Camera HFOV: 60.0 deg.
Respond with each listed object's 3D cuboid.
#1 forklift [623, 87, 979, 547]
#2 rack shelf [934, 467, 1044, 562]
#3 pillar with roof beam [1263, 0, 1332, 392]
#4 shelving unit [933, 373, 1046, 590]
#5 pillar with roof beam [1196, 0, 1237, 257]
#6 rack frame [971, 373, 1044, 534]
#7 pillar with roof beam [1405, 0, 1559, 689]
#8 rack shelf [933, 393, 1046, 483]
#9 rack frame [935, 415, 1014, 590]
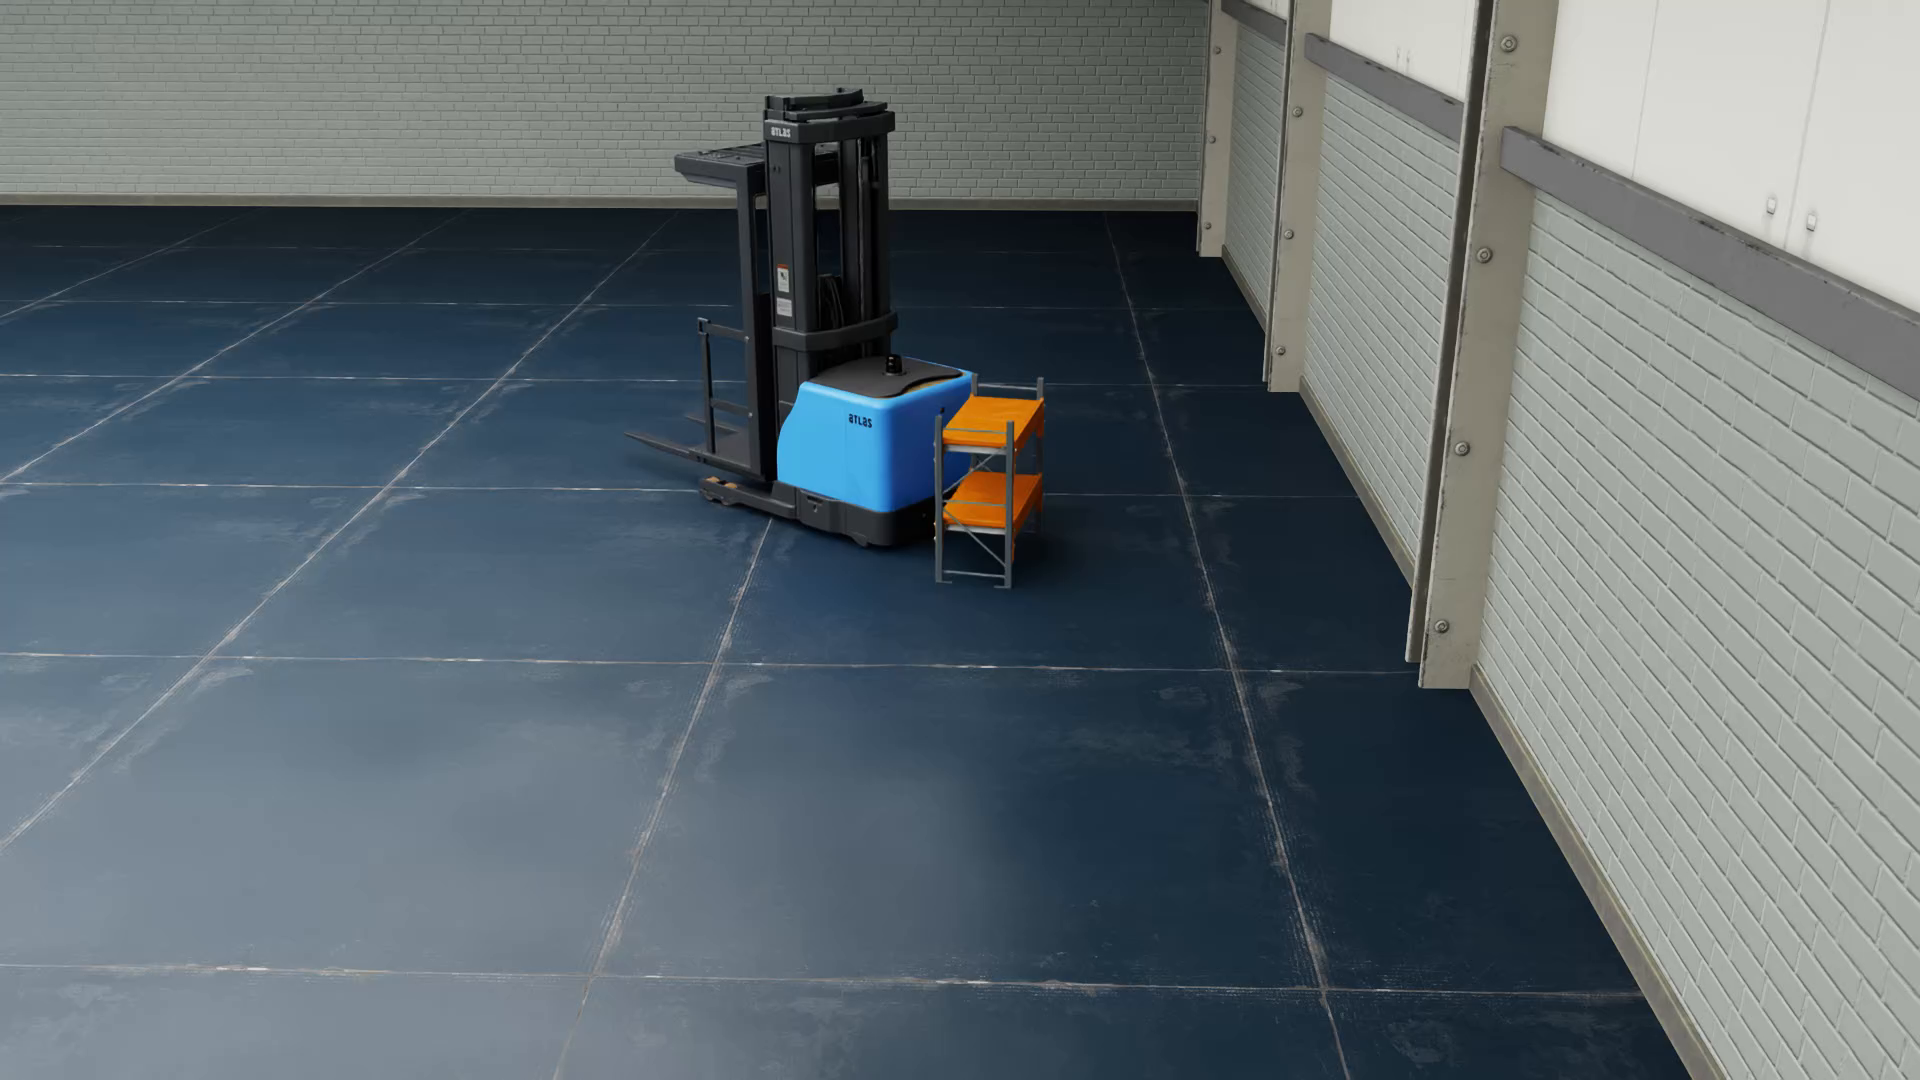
[{"bbox_3d":[-1.297,-1.744,11.971,3.031,2.935,1.130,17,27,38],"label":"forklift"},{"bbox_3d":[0.207,-0.182,11.120,0.538,0.278,1.000,5,22,12],"label":"rack shelf"},{"bbox_3d":[-1.365,-5.647,13.643,9.100,9.000,0.400,1,21,2],"label":"pillar with roof beam"},{"bbox_3d":[0.207,-0.410,11.032,0.538,1.125,1.048,5,22,12],"label":"shelving unit"},{"bbox_3d":[-1.182,-7.817,19.234,9.100,9.000,0.400,1,21,2],"label":"pillar with roof beam"},{"bbox_3d":[0.323,-0.589,11.493,0.500,1.125,0.032,5,22,12],"label":"rack frame"},{"bbox_3d":[-1.547,-3.478,8.052,9.100,9.000,0.400,1,21,2],"label":"pillar with roof beam"},{"bbox_3d":[0.207,-0.683,10.926,0.538,0.278,1.000,5,22,12],"label":"rack shelf"},{"bbox_3d":[0.091,-0.231,10.570,0.500,1.125,0.032,5,22,12],"label":"rack frame"}]
